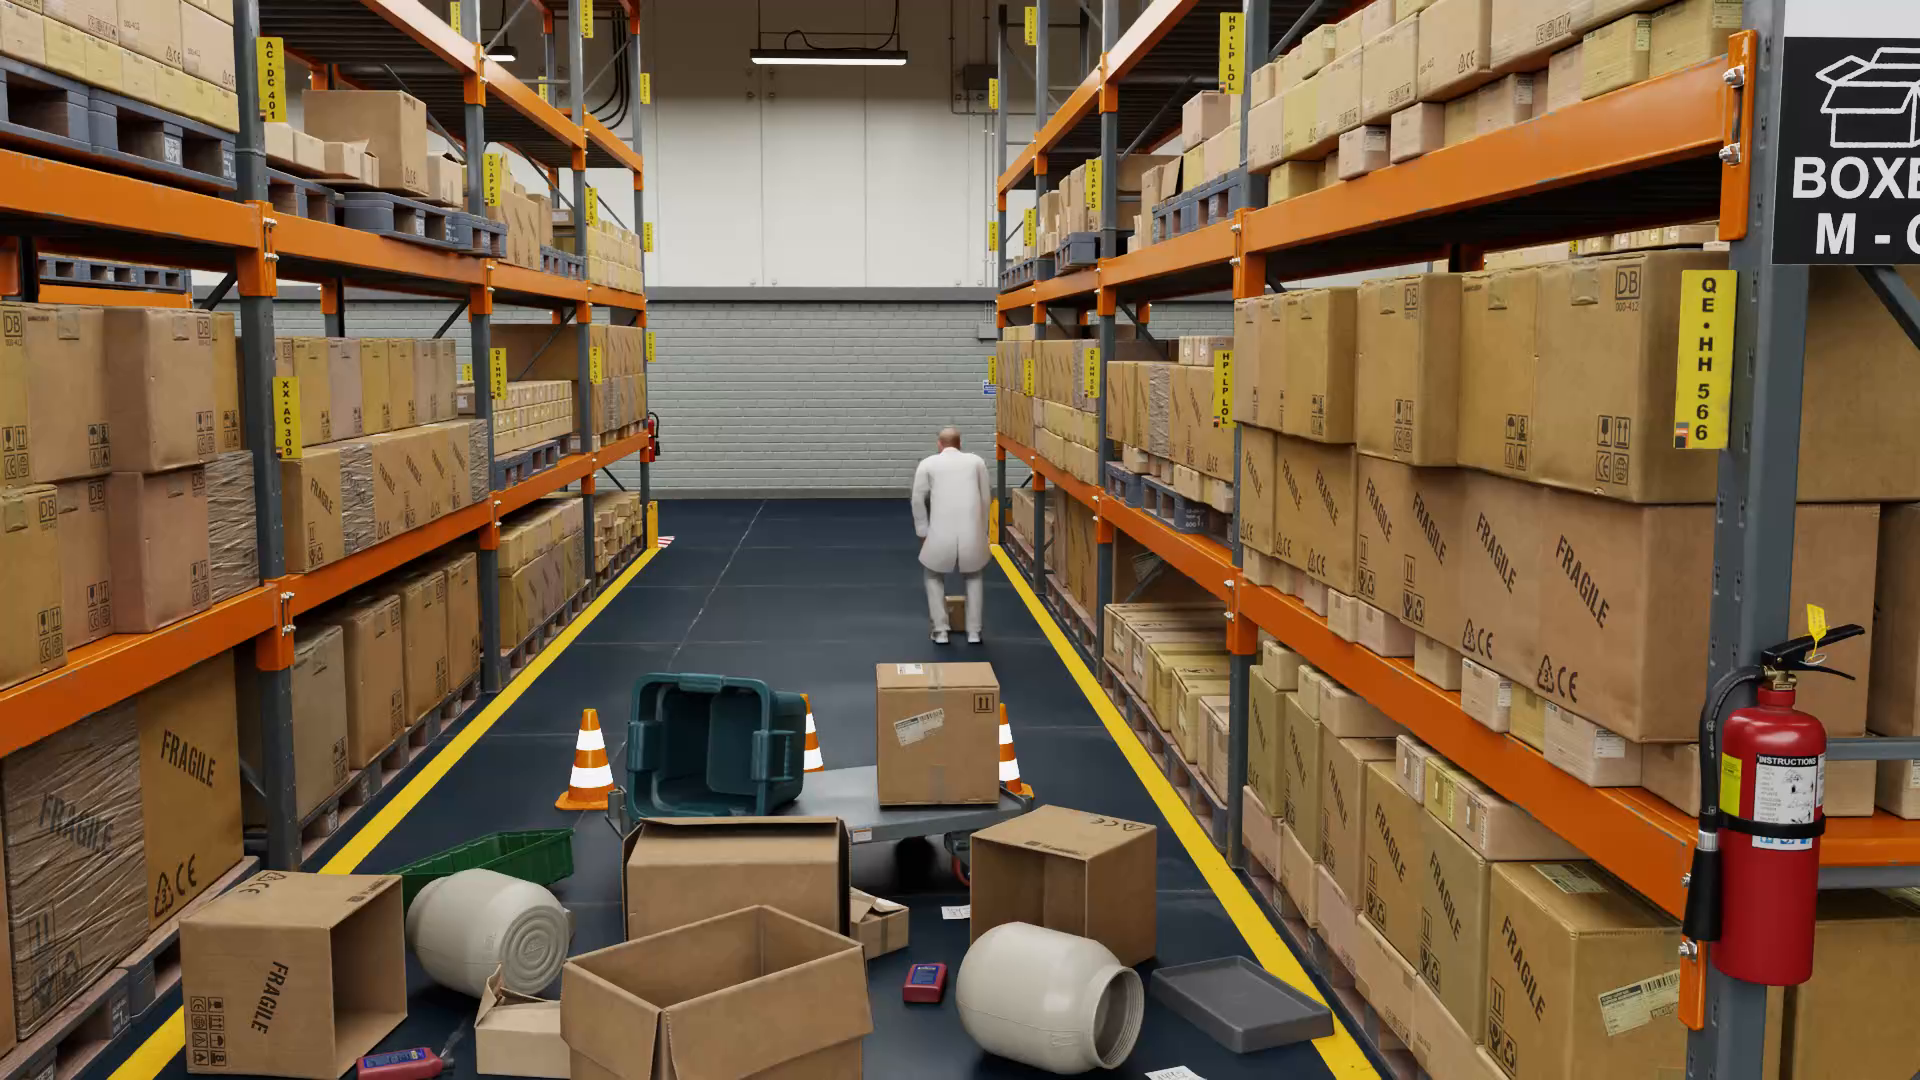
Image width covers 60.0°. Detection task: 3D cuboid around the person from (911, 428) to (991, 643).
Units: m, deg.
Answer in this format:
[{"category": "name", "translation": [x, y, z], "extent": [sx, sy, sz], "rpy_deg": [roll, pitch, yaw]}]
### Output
[{"category": "person", "translation": [-0.064, -0.033, 12.736], "extent": [0.617, 1.634, 0.543], "rpy_deg": [0, 7, -3]}]
